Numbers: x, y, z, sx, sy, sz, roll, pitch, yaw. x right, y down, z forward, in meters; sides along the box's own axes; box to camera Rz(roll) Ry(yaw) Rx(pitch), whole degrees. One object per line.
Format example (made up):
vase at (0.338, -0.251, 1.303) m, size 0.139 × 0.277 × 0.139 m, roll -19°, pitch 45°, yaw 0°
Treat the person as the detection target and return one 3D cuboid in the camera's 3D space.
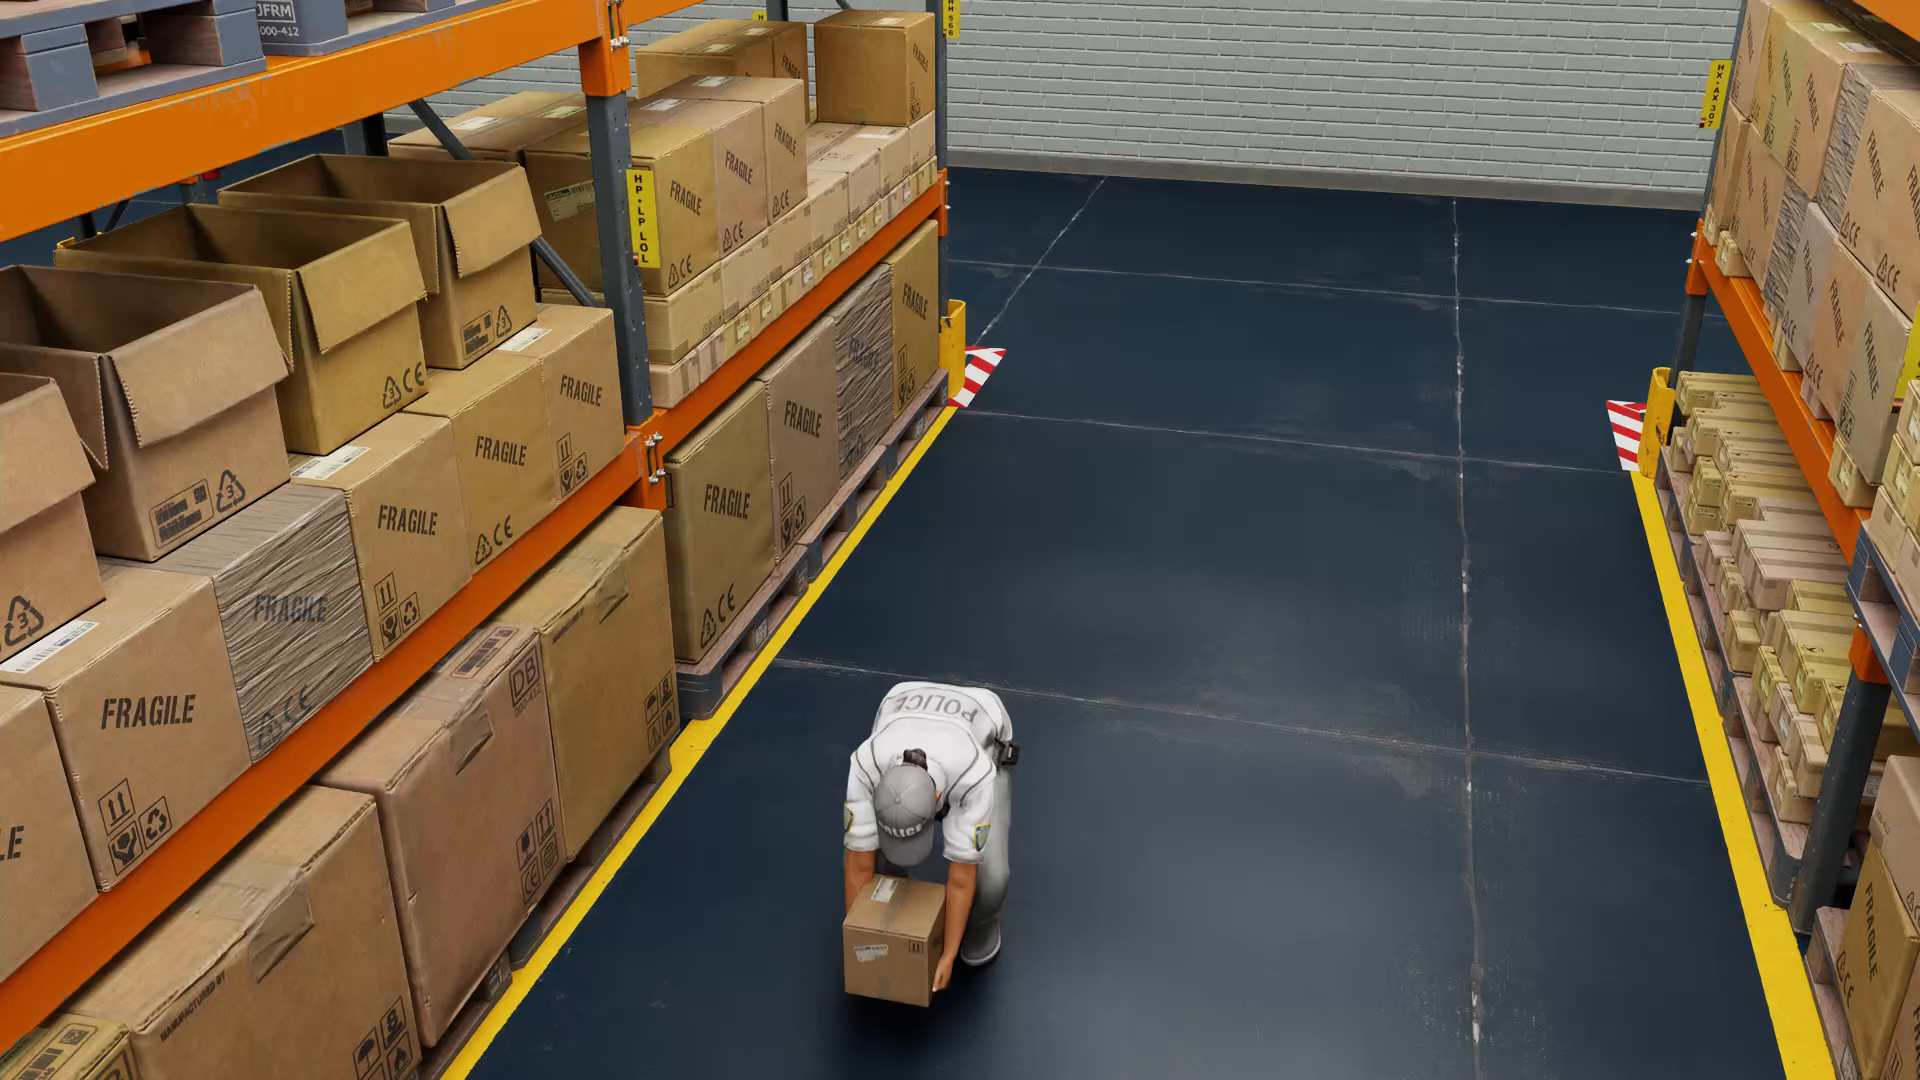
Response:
person at (-0.102, 0.901, 5.063) m, size 0.494 × 0.944 × 0.920 m, roll 5°, pitch 26°, yaw 11°
